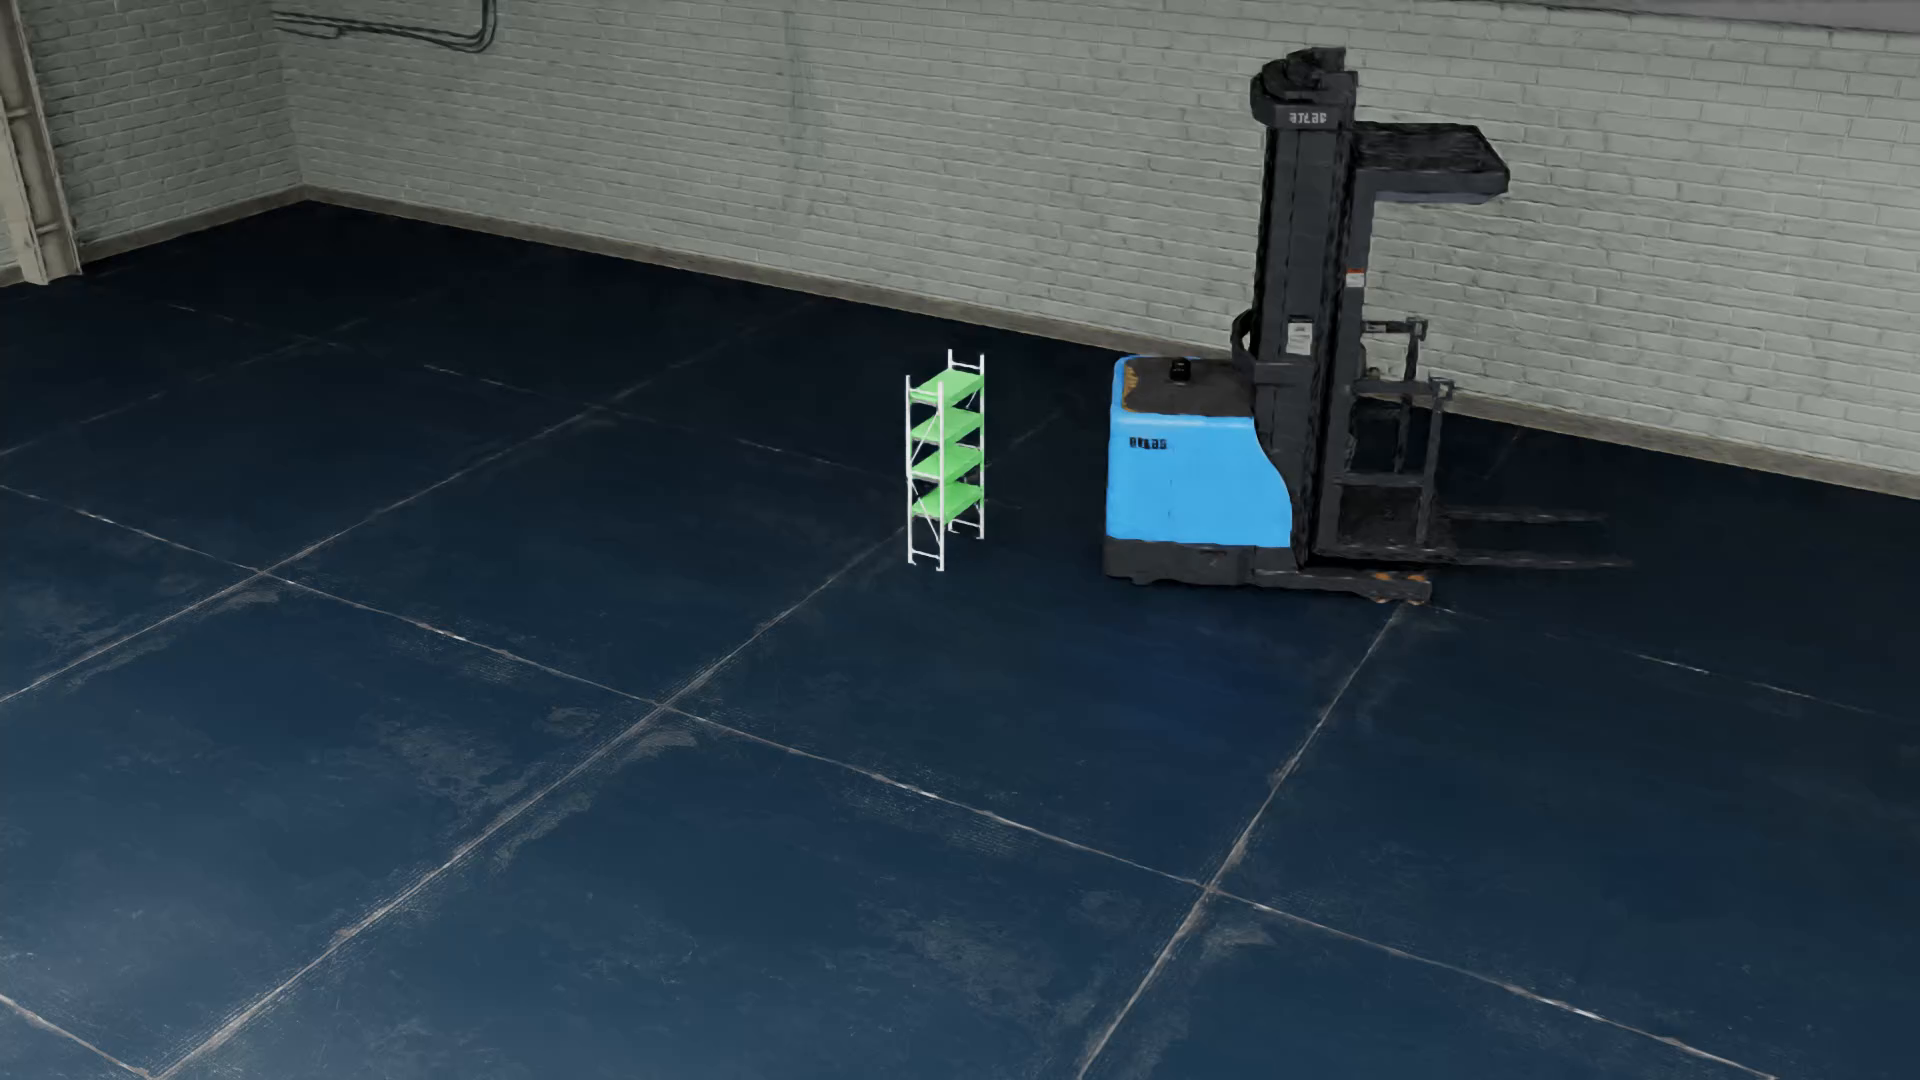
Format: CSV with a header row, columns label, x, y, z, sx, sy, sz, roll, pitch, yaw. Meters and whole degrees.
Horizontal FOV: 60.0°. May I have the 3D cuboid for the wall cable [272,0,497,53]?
label,x,y,z,sx,sy,sz,roll,pitch,yaw
wall cable,-5.567,-5.859,15.371,3.097,2.526,0.112,14,30,26

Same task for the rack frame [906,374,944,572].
label,x,y,z,sx,sy,sz,roll,pitch,yaw
rack frame,-0.201,-0.377,9.663,0.240,1.200,0.015,14,30,26

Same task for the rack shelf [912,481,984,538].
label,x,y,z,sx,sy,sz,roll,pitch,yaw
rack shelf,-0.081,-0.200,9.989,0.258,0.148,0.480,14,30,26

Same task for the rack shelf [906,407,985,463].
label,x,y,z,sx,sy,sz,roll,pitch,yaw
rack shelf,-0.081,-0.630,9.774,0.258,0.148,0.480,14,30,26

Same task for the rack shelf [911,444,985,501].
label,x,y,z,sx,sy,sz,roll,pitch,yaw
rack shelf,-0.081,-0.415,9.881,0.258,0.148,0.480,14,30,26

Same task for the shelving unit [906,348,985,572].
label,x,y,z,sx,sy,sz,roll,pitch,yaw
shelving unit,-0.081,-0.472,9.853,0.258,1.200,0.503,14,30,26

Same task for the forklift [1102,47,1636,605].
label,x,y,z,sx,sy,sz,roll,pitch,yaw
forklift,2.383,-1.193,9.359,3.031,2.935,1.130,3,27,6

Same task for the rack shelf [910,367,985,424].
label,x,y,z,sx,sy,sz,roll,pitch,yaw
rack shelf,-0.081,-0.844,9.666,0.258,0.148,0.480,14,30,26

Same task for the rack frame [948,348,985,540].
label,x,y,z,sx,sy,sz,roll,pitch,yaw
rack frame,0.039,-0.567,10.043,0.240,1.200,0.015,14,30,26

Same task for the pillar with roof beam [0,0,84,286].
label,x,y,z,sx,sy,sz,roll,pitch,yaw
pillar with roof beam,-4.419,-5.443,11.070,9.100,9.000,0.400,14,30,26
